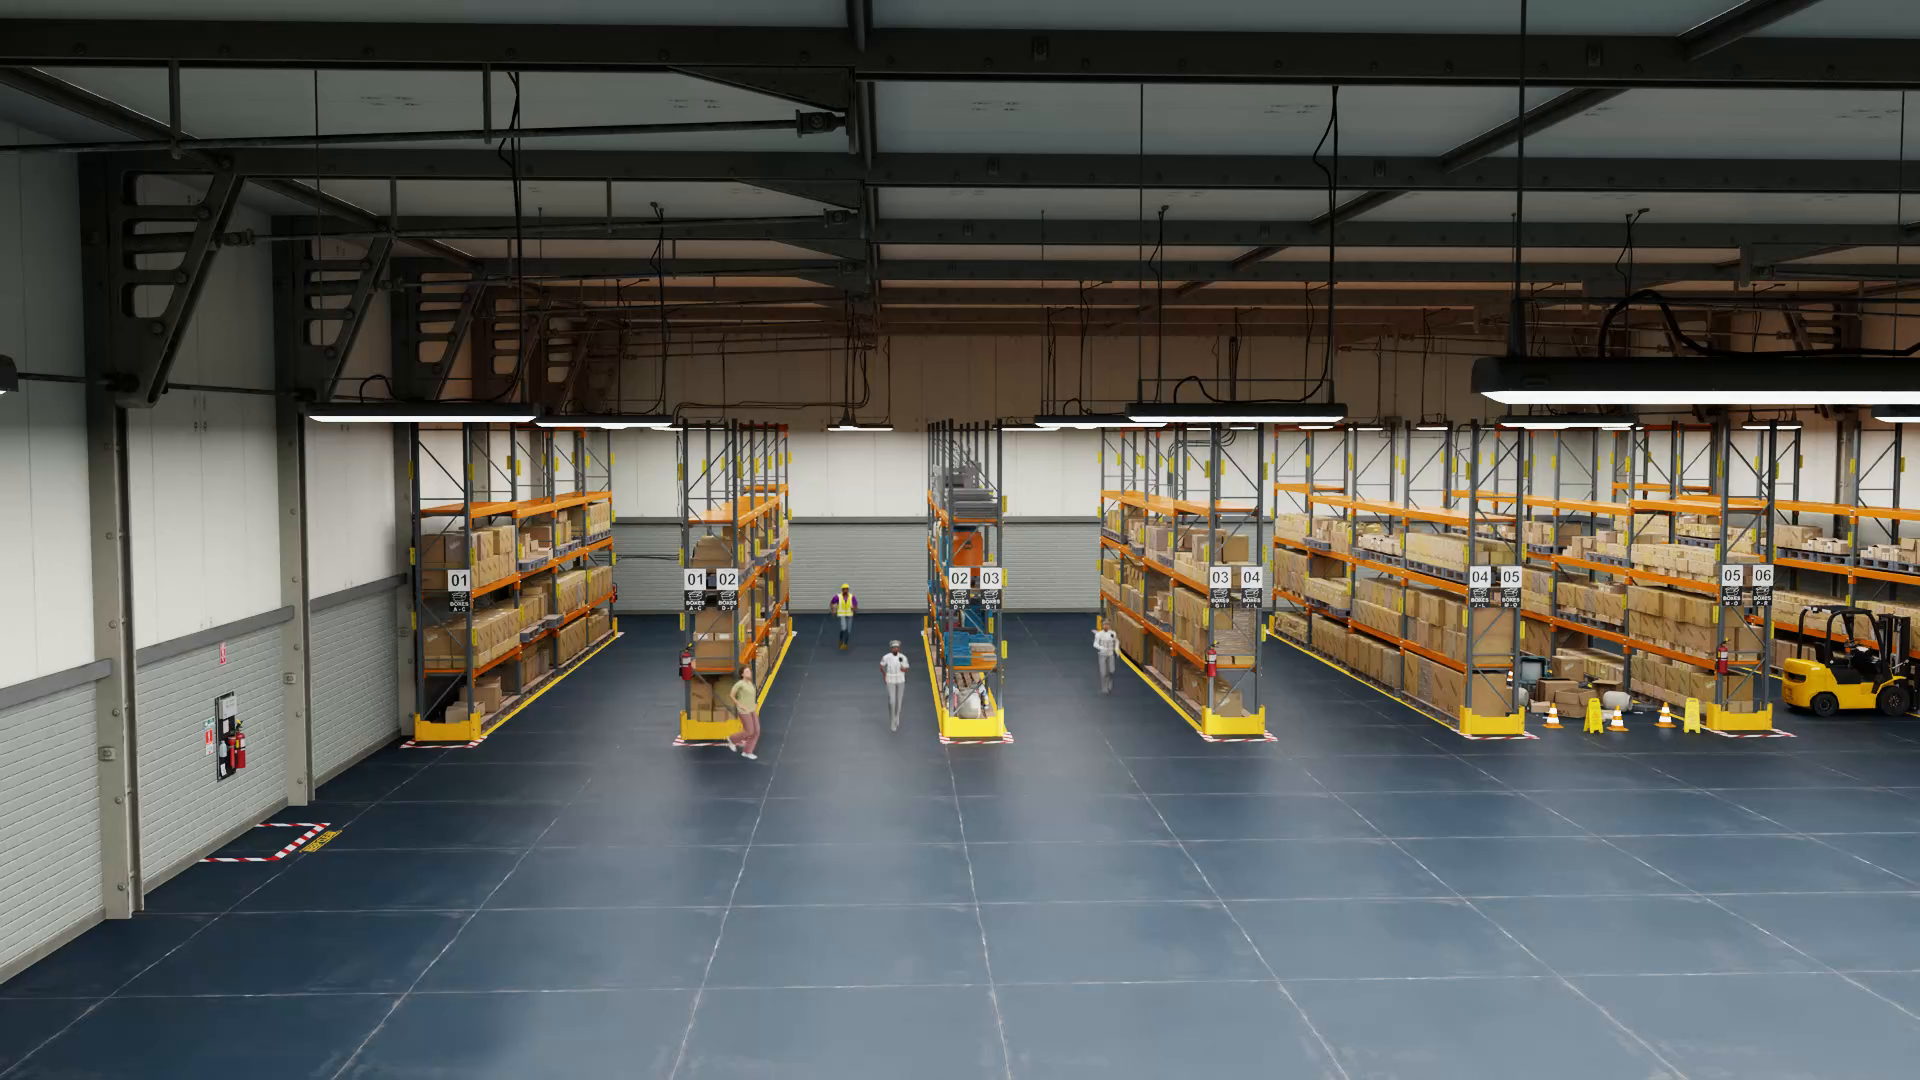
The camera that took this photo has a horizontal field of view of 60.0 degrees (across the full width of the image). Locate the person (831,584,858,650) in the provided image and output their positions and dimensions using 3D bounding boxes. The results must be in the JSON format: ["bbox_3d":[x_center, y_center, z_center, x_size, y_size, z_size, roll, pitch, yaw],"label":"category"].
[{"bbox_3d":[-3.028,2.031,43.924,0.649,1.759,0.631,-1,4,-19],"label":"person"}]

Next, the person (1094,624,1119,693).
[{"bbox_3d":[3.241,2.575,36.590,0.597,1.601,0.569,0,4,-3],"label":"person"}]

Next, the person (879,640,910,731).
[{"bbox_3d":[-1.257,2.809,32.272,0.558,1.756,0.725,-1,4,-13],"label":"person"}]

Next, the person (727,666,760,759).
[{"bbox_3d":[-3.818,3.037,29.383,0.573,1.627,0.595,2,4,26],"label":"person"}]
